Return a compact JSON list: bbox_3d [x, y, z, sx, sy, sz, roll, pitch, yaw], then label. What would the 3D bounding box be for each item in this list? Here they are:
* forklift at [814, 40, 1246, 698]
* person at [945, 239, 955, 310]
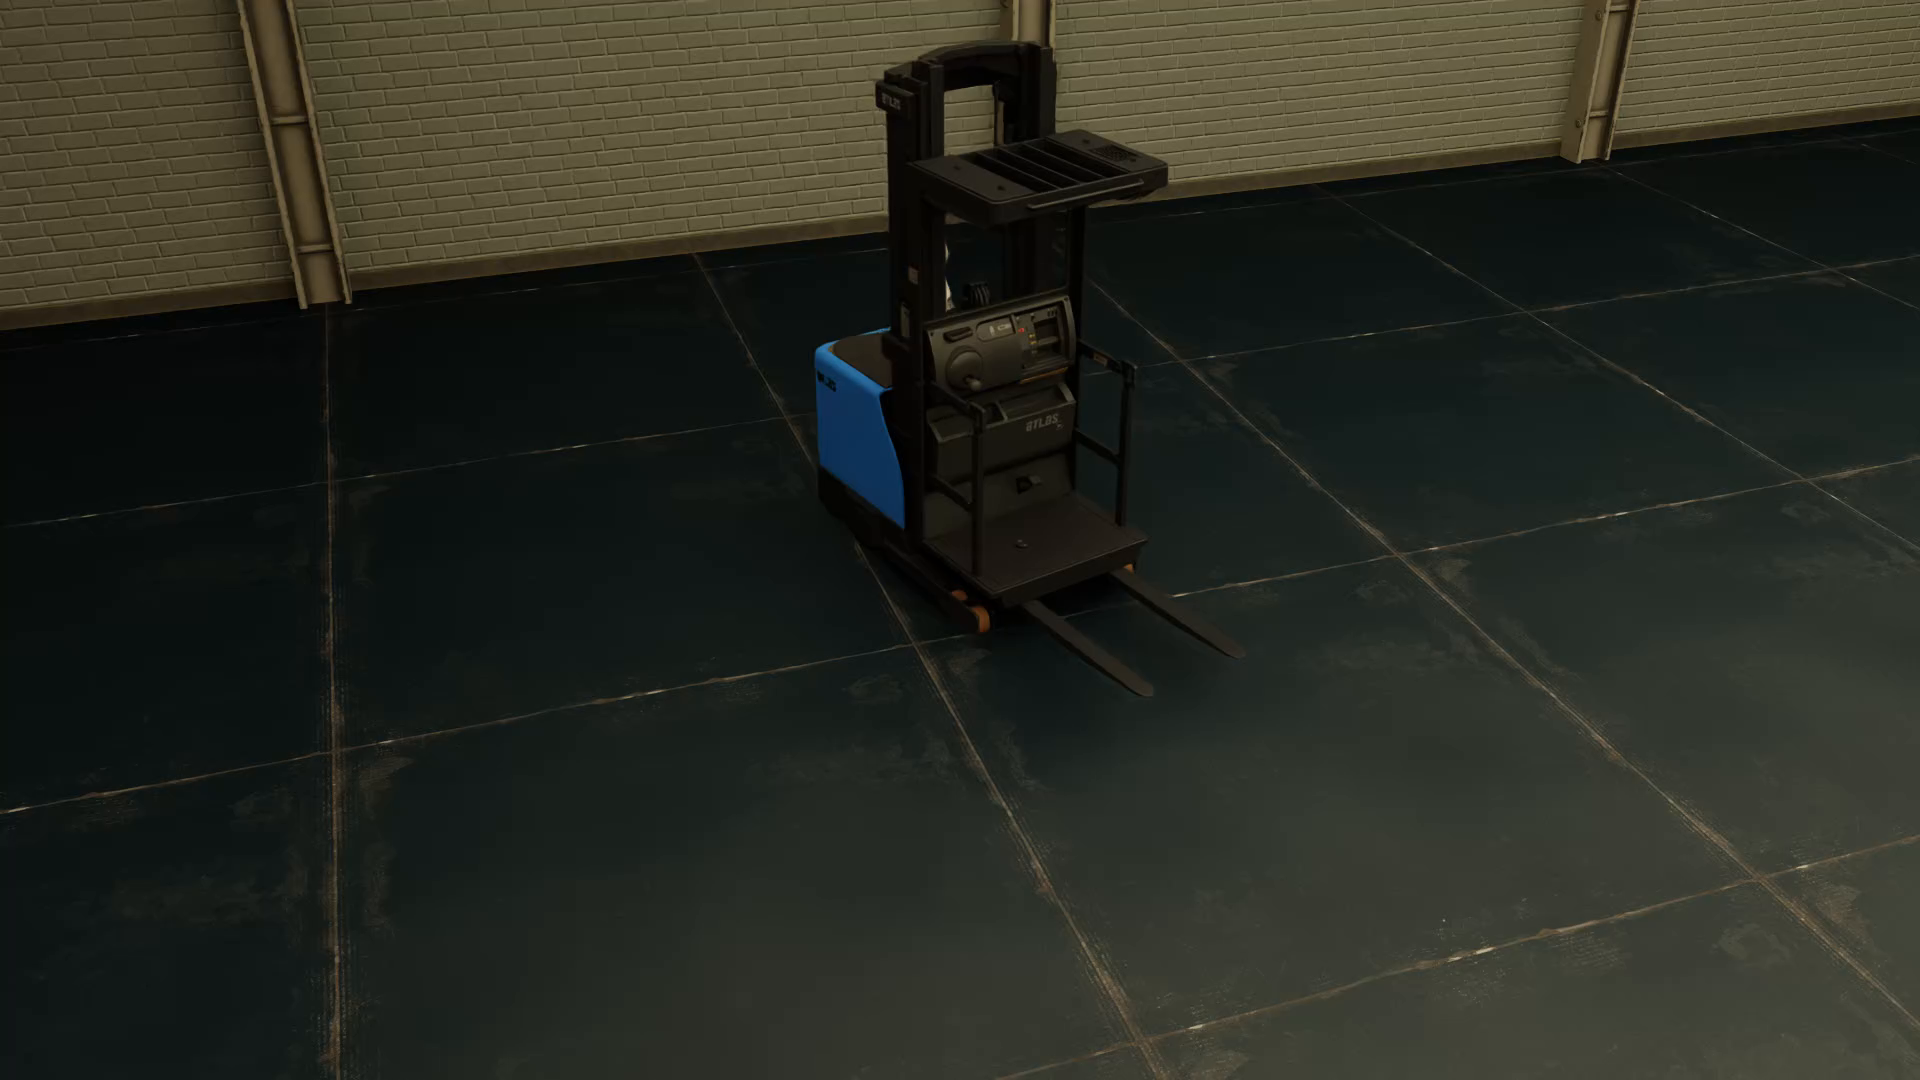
[{"bbox_3d":[0.352,-1.019,8.858,1.130,2.935,3.031,-18,35,-29],"label":"forklift"},{"bbox_3d":[-0.246,-1.647,11.230,0.500,1.550,0.823,-3,30,-5],"label":"person"}]
